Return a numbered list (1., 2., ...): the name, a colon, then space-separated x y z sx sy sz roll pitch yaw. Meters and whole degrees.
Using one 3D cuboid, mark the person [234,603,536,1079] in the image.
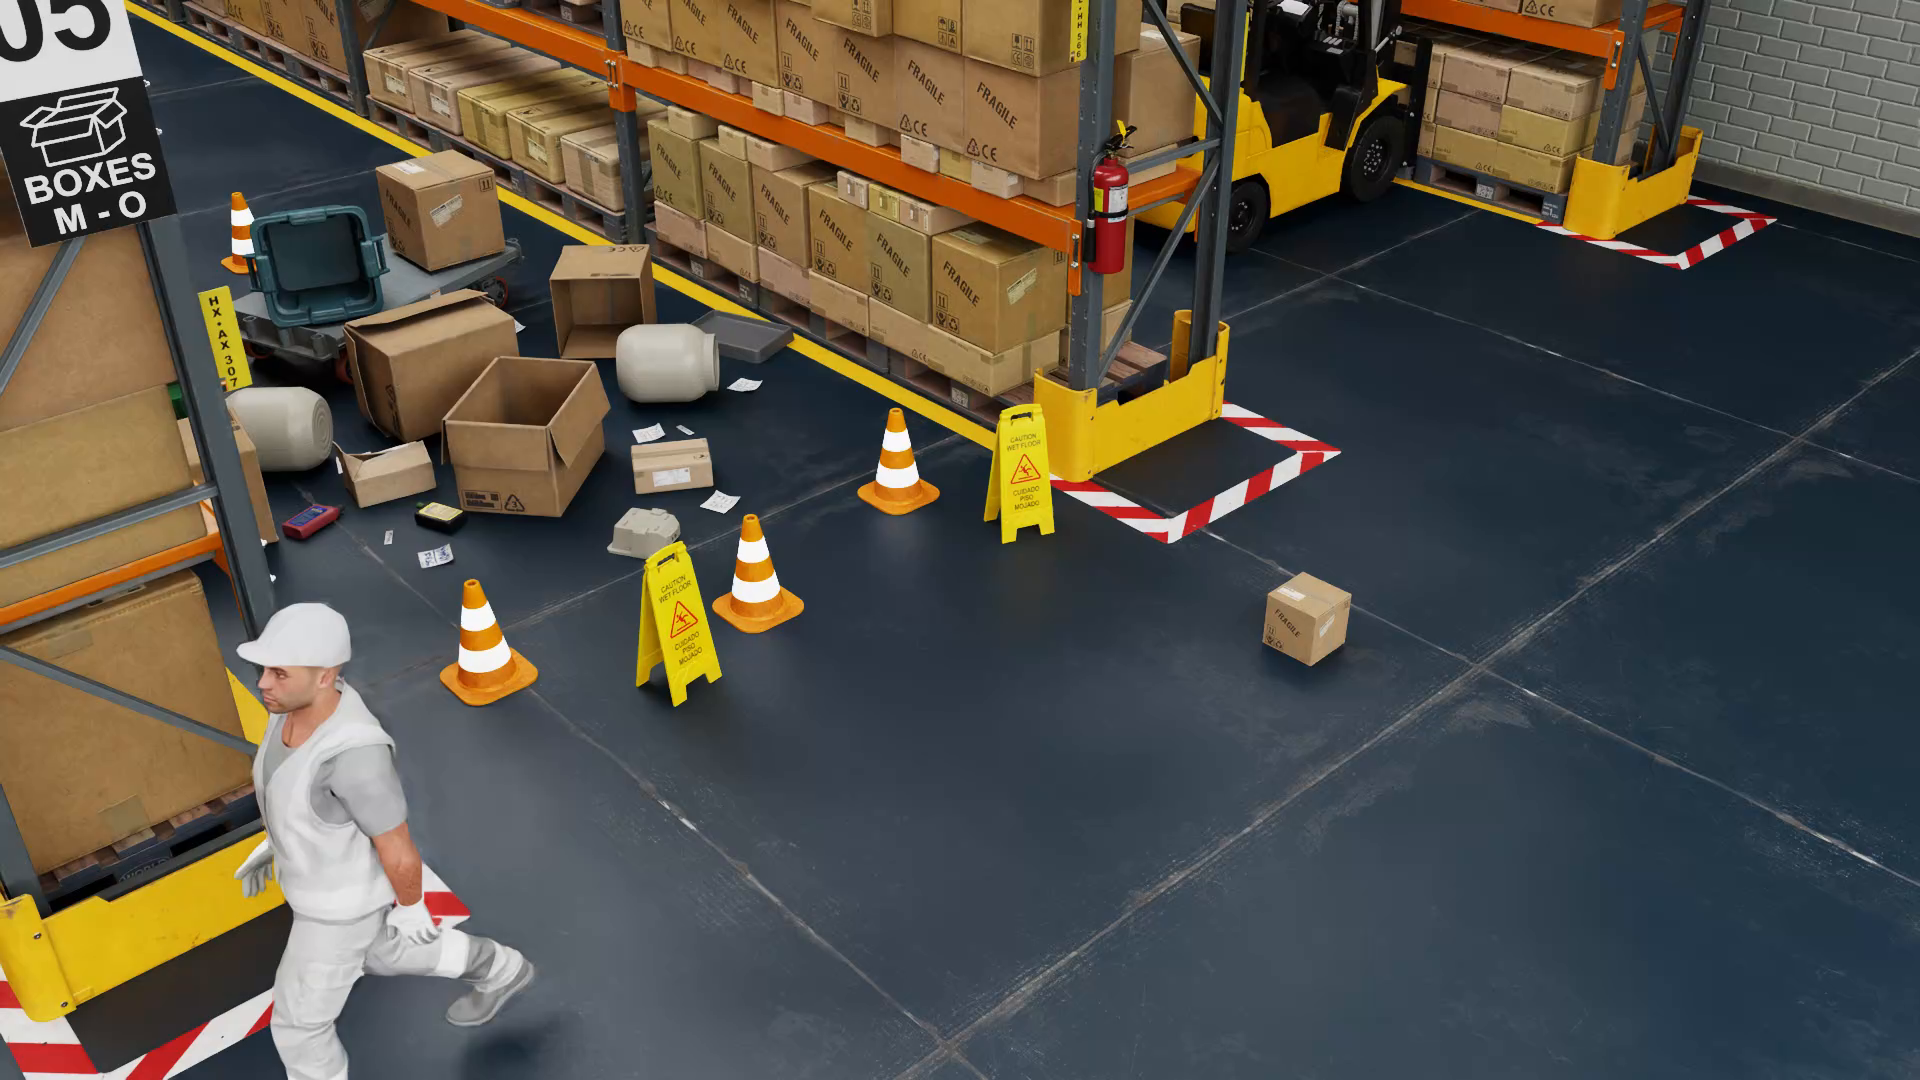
1. person: -1.706 0.929 4.593 0.987 1.751 0.532 -19 36 -28
